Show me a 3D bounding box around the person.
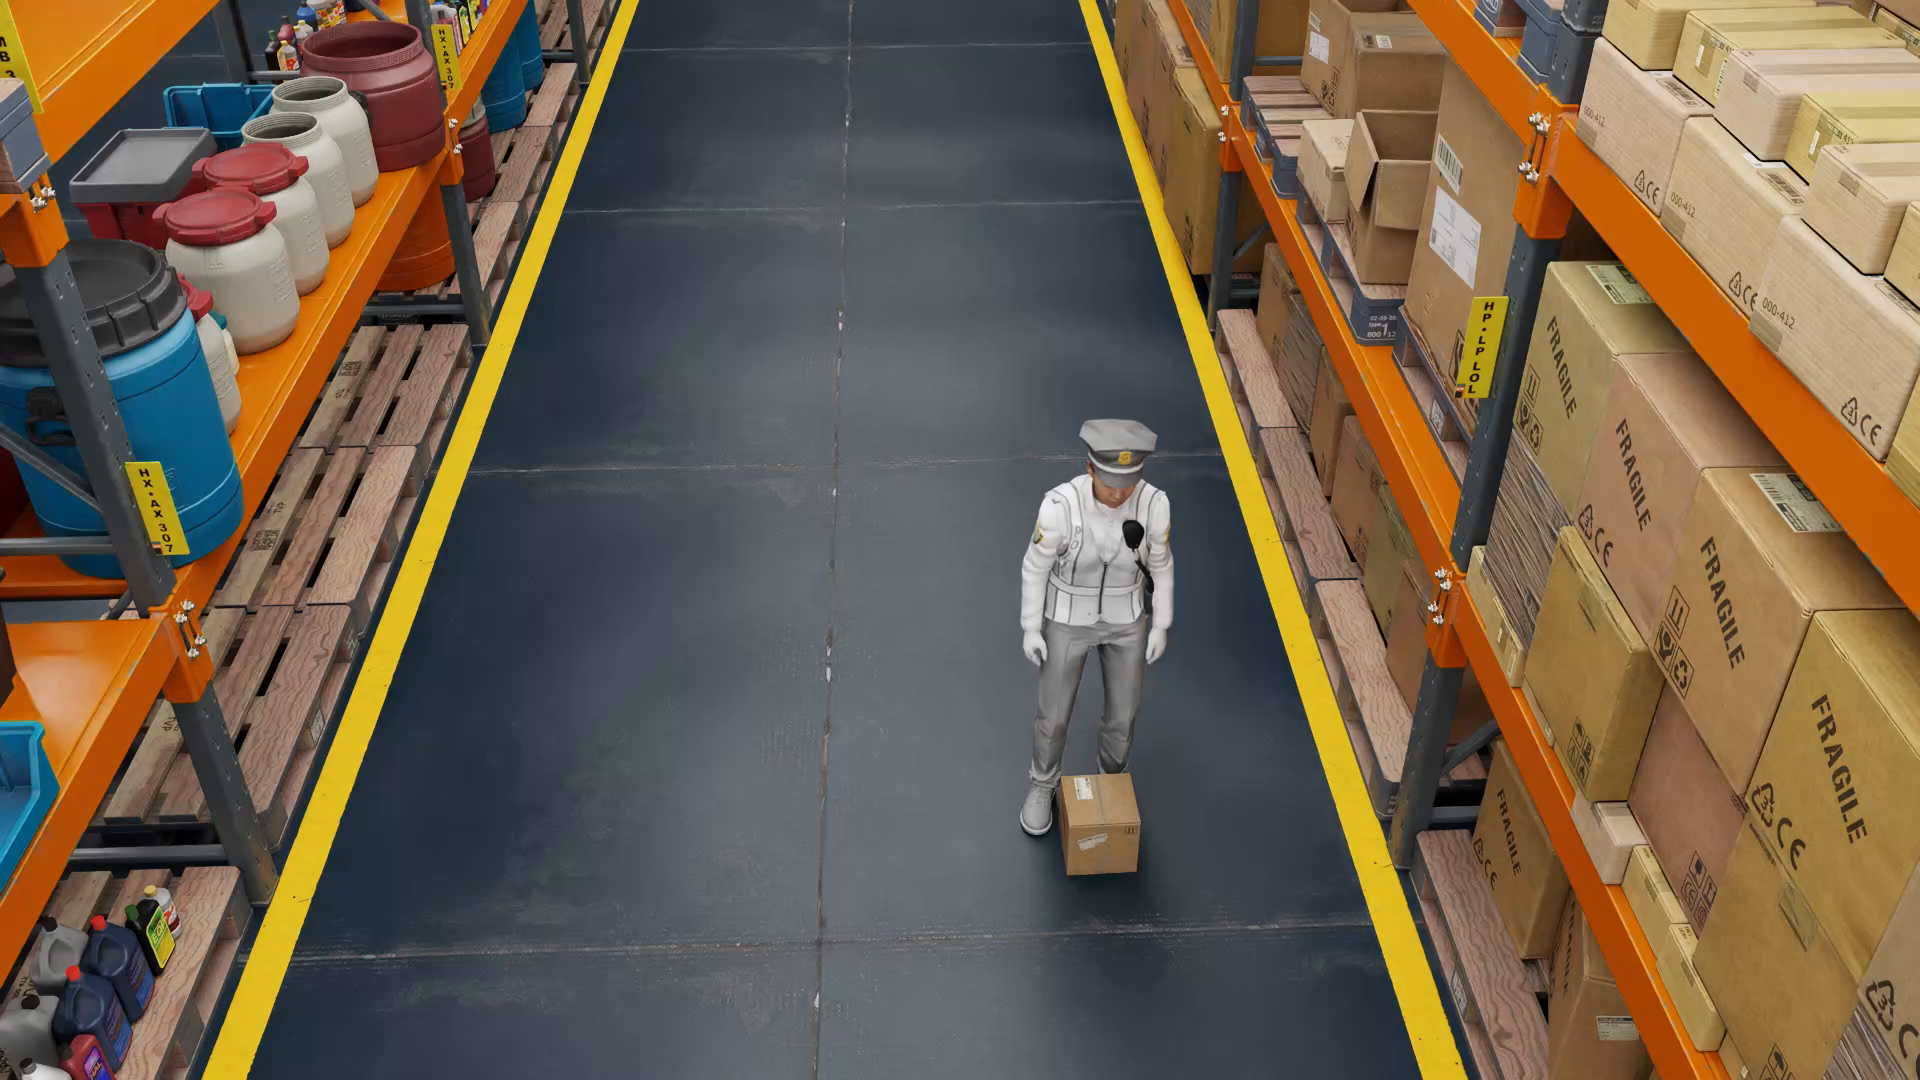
[{"bbox_3d":[0.469,0.298,5.724,0.526,1.663,0.374,-2,35,-3],"label":"person"}]
